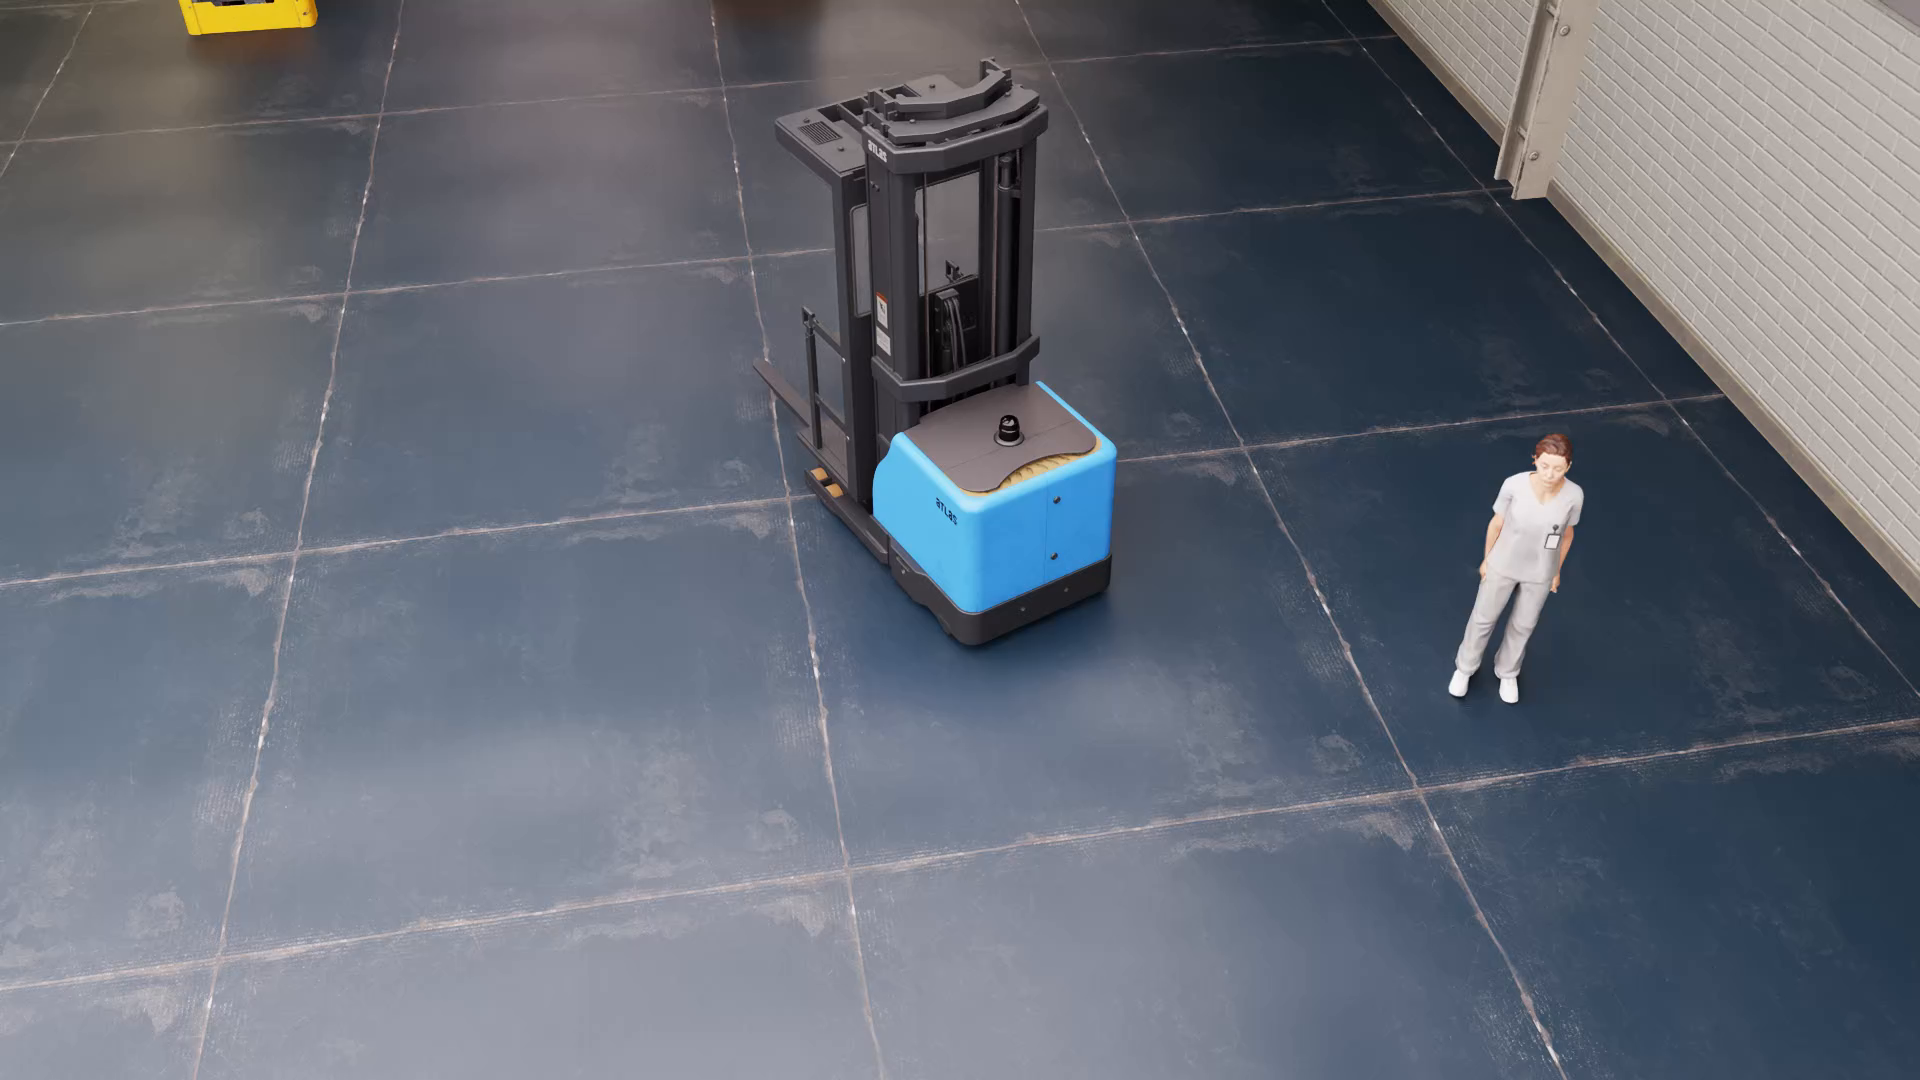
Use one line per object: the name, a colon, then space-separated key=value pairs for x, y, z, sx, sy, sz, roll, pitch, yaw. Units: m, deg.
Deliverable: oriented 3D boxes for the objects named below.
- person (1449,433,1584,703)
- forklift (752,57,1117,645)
person: x=2.955 y=0.152 z=8.752 sx=0.434 sy=1.672 sz=0.375 roll=8 pitch=41 yaw=10
forklift: x=-0.325 y=-1.450 z=9.663 sx=1.130 sy=2.935 sz=3.031 roll=-22 pitch=45 yaw=-24
